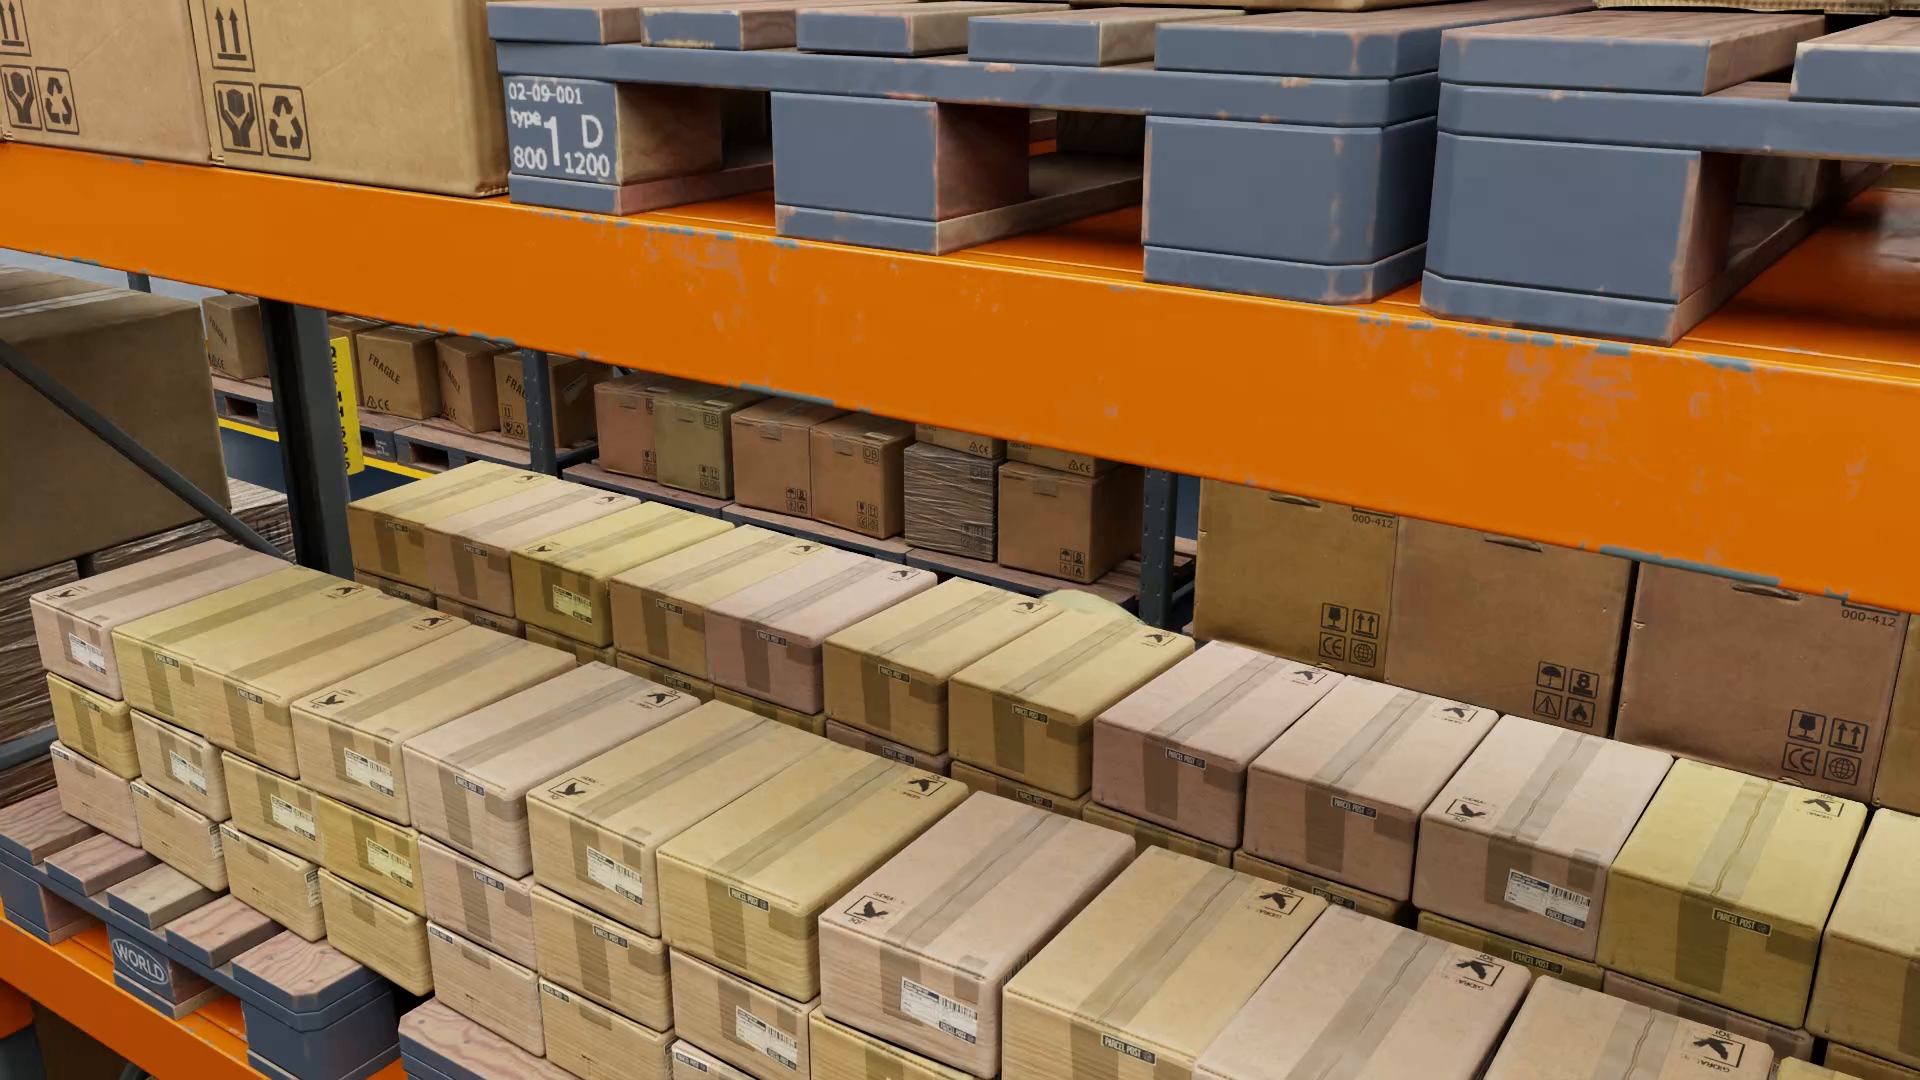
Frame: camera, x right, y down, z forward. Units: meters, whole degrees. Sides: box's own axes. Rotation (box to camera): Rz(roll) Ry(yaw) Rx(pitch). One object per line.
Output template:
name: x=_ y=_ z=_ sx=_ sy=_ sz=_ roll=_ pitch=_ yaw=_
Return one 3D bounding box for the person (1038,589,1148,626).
person: x=0.582 y=0.649 z=5.970 sx=0.849 sy=0.864 sz=0.461 roll=12 pitch=23 yaw=29
